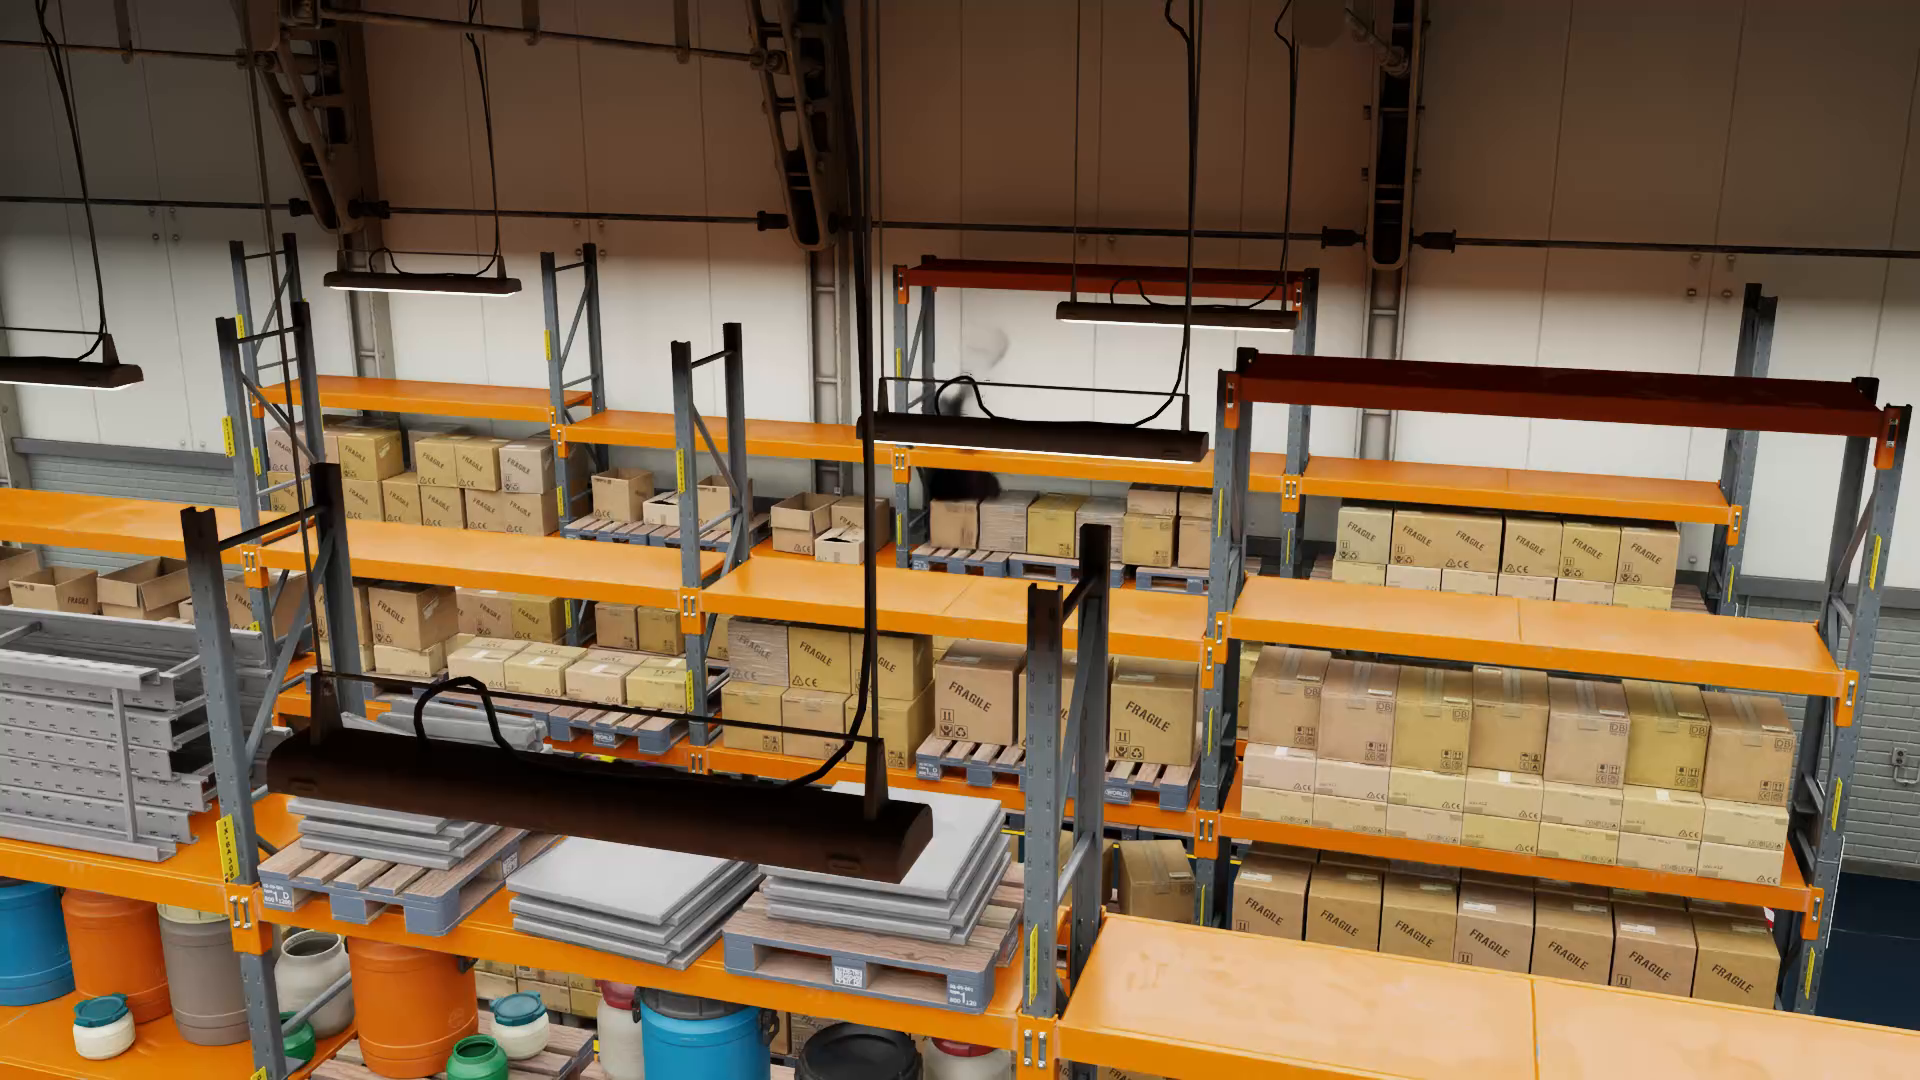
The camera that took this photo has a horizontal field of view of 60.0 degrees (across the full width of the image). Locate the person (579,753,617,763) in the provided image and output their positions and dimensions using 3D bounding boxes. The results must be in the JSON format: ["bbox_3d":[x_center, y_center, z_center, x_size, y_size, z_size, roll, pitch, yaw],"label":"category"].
[{"bbox_3d":[-3.571,2.524,16.003,0.582,1.770,0.688,4,17,14],"label":"person"}]
